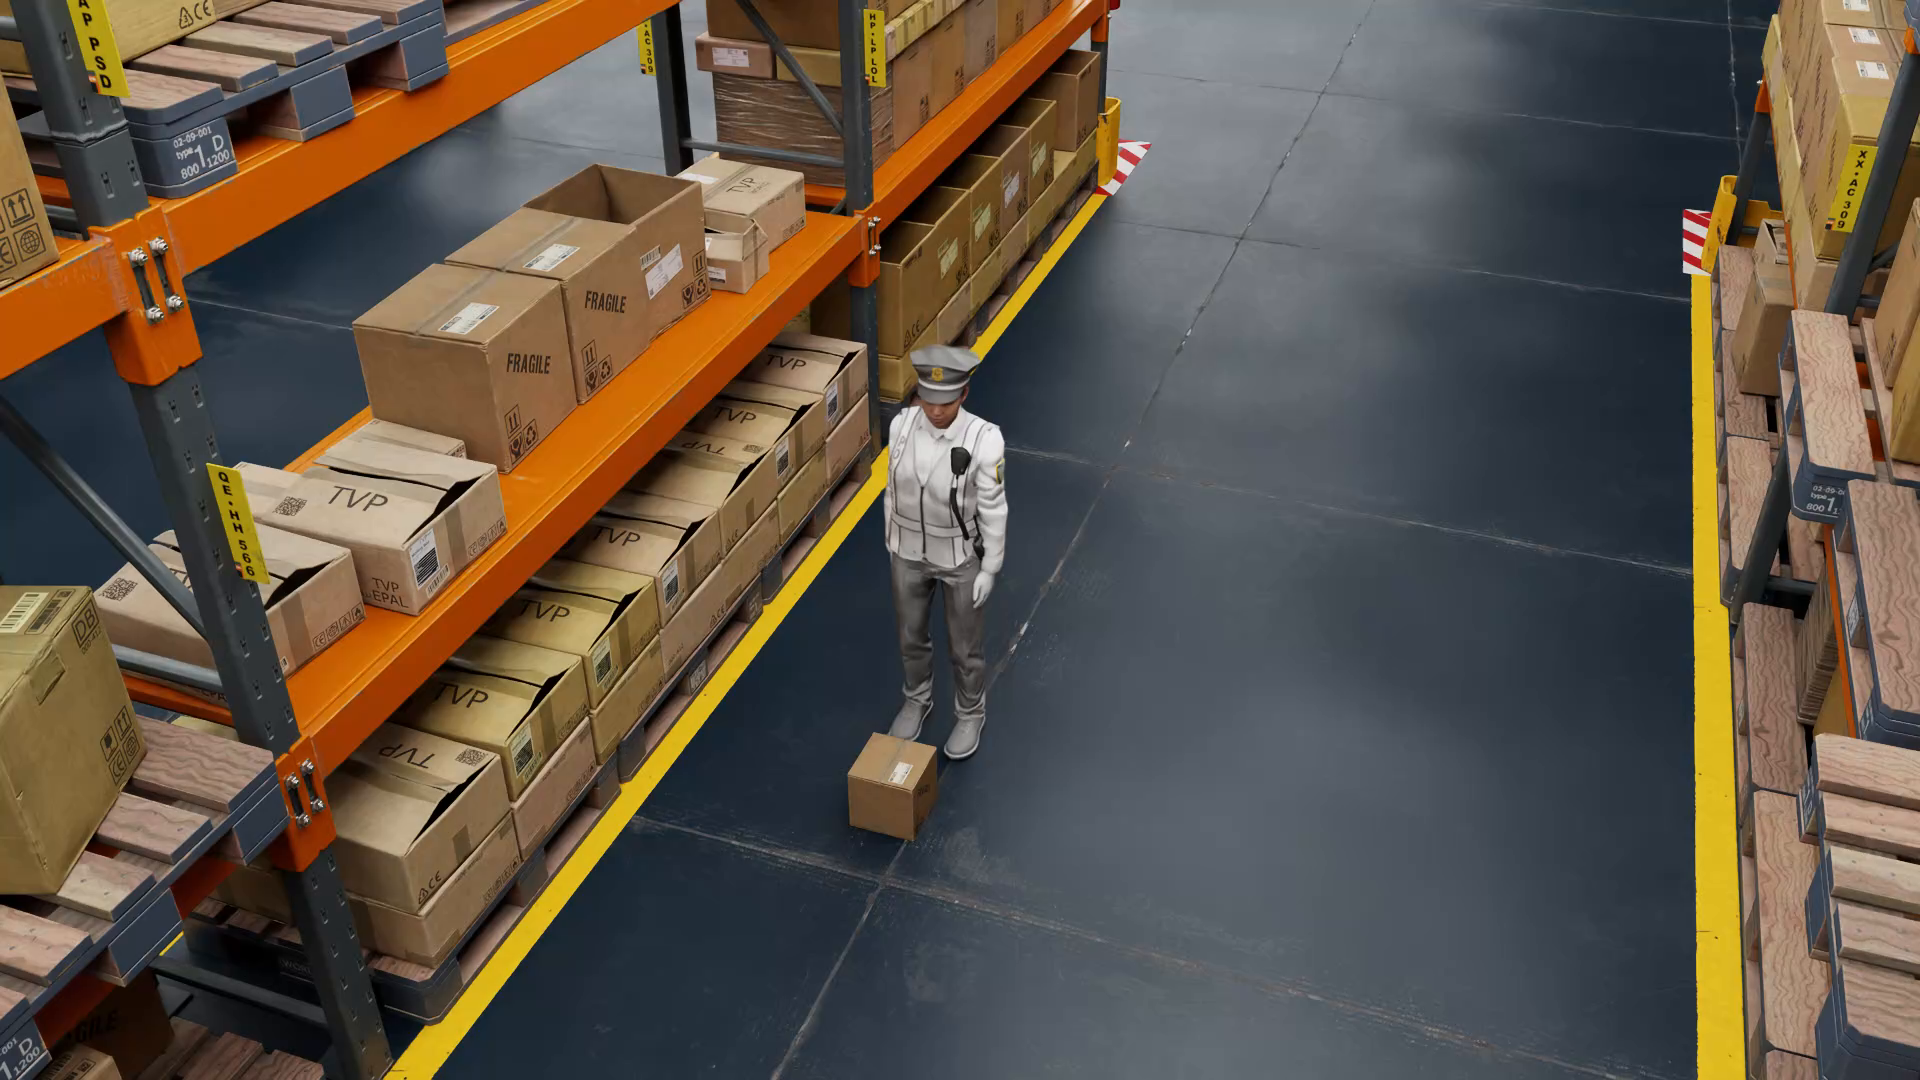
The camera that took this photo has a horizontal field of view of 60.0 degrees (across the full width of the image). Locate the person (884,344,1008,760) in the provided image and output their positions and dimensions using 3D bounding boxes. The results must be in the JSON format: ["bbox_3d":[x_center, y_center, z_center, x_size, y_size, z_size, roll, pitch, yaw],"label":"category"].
[{"bbox_3d":[-0.065,0.070,6.037,0.468,1.669,0.329,12,35,18],"label":"person"}]
